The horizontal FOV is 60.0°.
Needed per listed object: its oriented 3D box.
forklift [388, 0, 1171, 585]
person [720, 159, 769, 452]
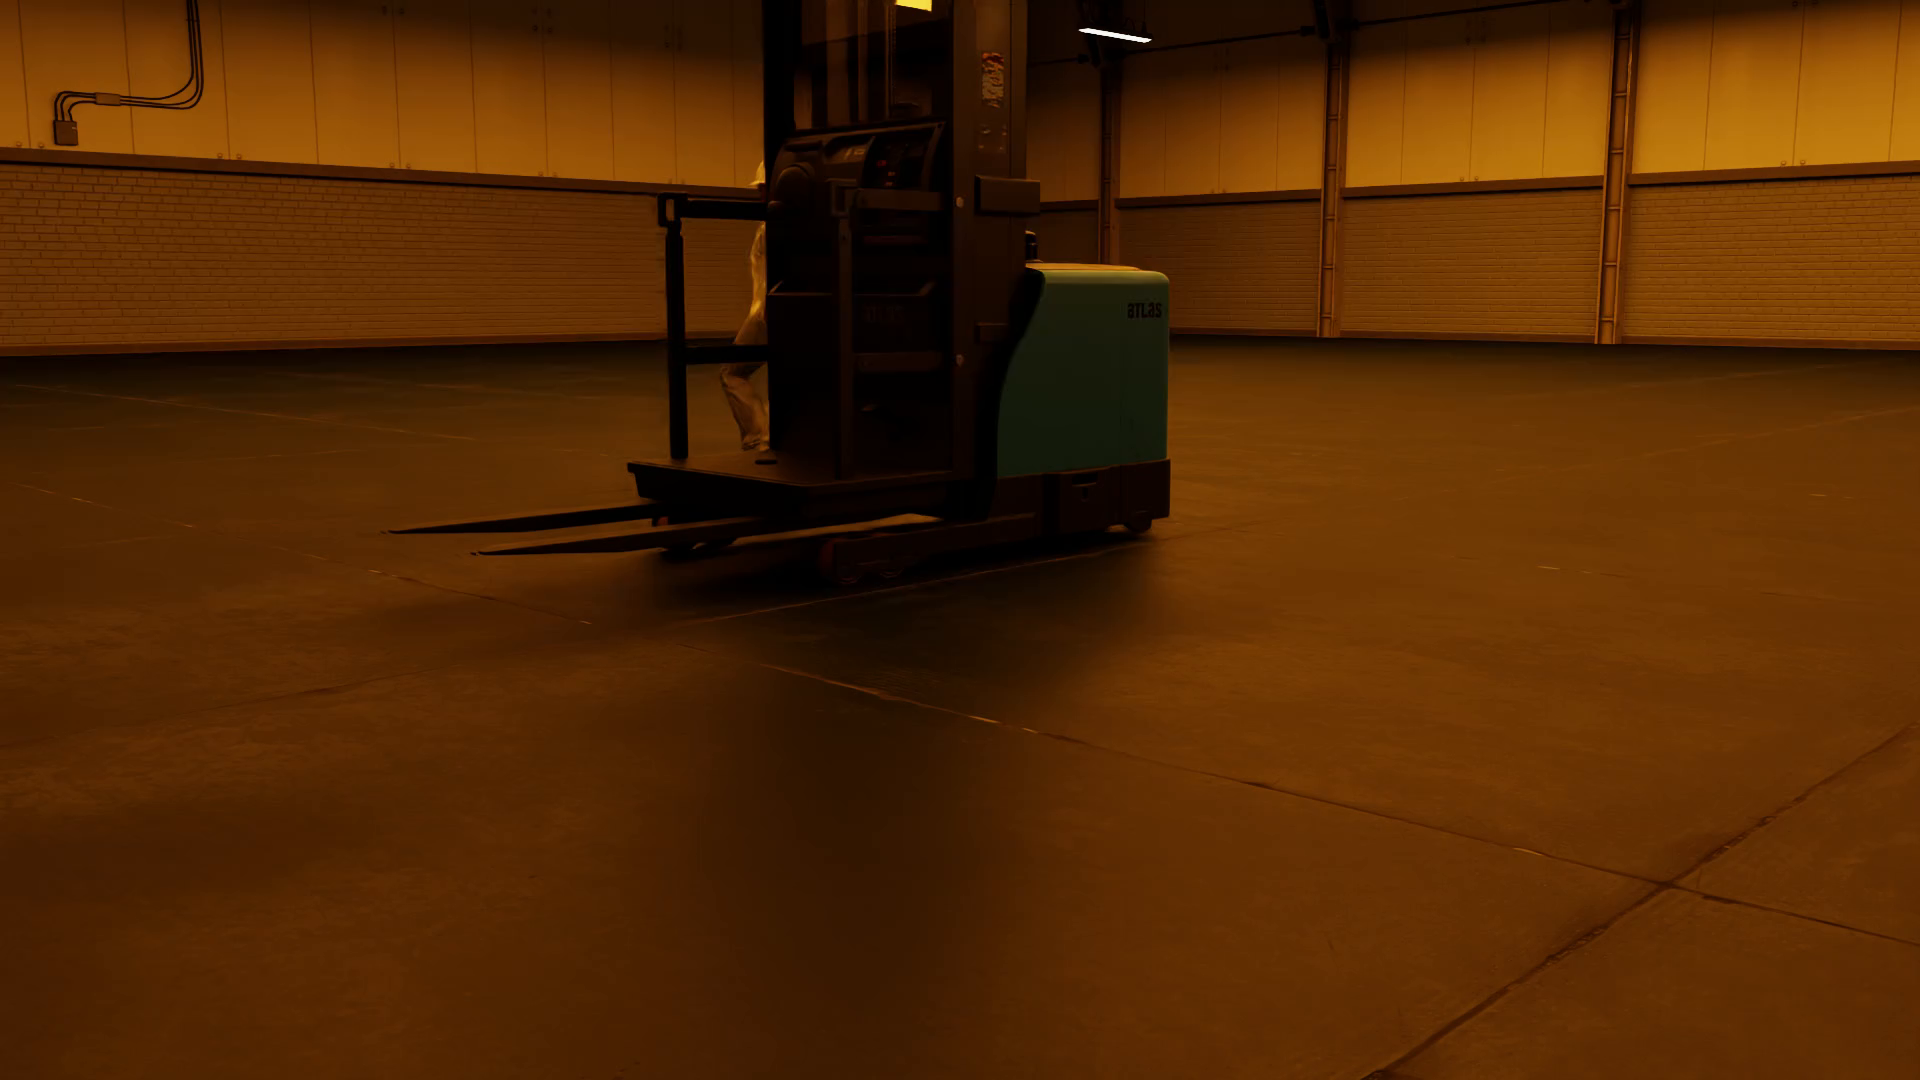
[{"bbox_3d":[-0.544,-1.380,6.041,3.031,2.935,1.130,-8,12,-43],"label":"forklift"},{"bbox_3d":[-0.937,-1.145,8.744,0.753,1.712,0.753,8,12,42],"label":"person"}]
